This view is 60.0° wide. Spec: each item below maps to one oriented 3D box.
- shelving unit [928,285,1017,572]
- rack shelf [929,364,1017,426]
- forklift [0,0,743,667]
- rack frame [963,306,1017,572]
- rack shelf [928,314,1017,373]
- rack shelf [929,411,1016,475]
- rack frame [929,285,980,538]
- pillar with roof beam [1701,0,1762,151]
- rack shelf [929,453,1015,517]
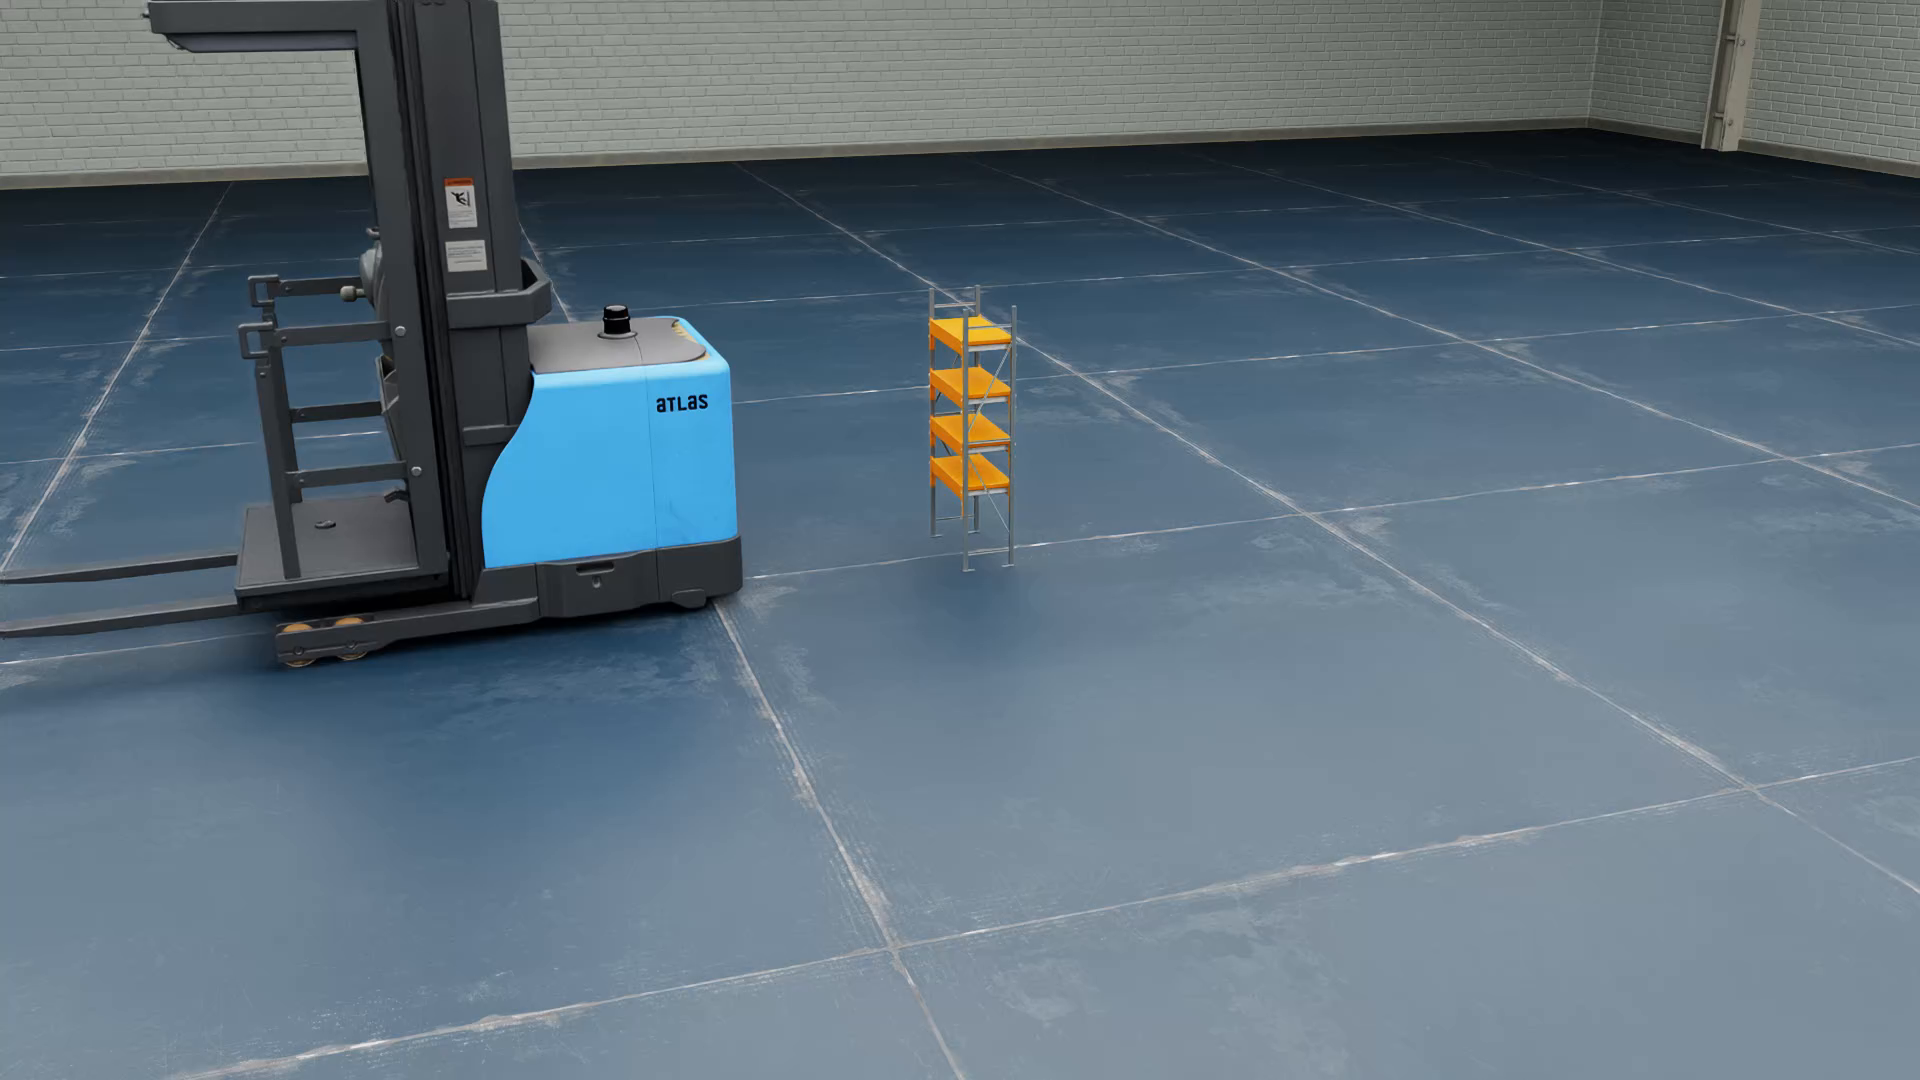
[{"bbox_3d":[0.052,-0.512,7.566,0.258,1.200,0.503,-6,21,-17],"label":"shelving unit"},{"bbox_3d":[0.052,-0.659,7.513,0.258,0.148,0.480,-6,21,-17],"label":"rack shelf"},{"bbox_3d":[-2.506,-1.082,6.594,3.031,2.935,1.130,-7,21,-19],"label":"forklift"},{"bbox_3d":[0.129,-0.433,7.348,0.240,1.200,0.015,-6,21,-17],"label":"rack frame"},{"bbox_3d":[0.052,-0.881,7.433,0.258,0.148,0.480,-6,21,-17],"label":"rack shelf"},{"bbox_3d":[0.052,-0.448,7.589,0.258,0.148,0.480,-6,21,-17],"label":"rack shelf"},{"bbox_3d":[-0.025,-0.590,7.784,0.240,1.200,0.015,-6,21,-17],"label":"rack frame"},{"bbox_3d":[6.372,-9.157,20.099,9.100,9.000,0.400,-6,21,-17],"label":"pillar with roof beam"},{"bbox_3d":[0.052,-0.261,7.656,0.258,0.148,0.480,-6,21,-17],"label":"rack shelf"}]
